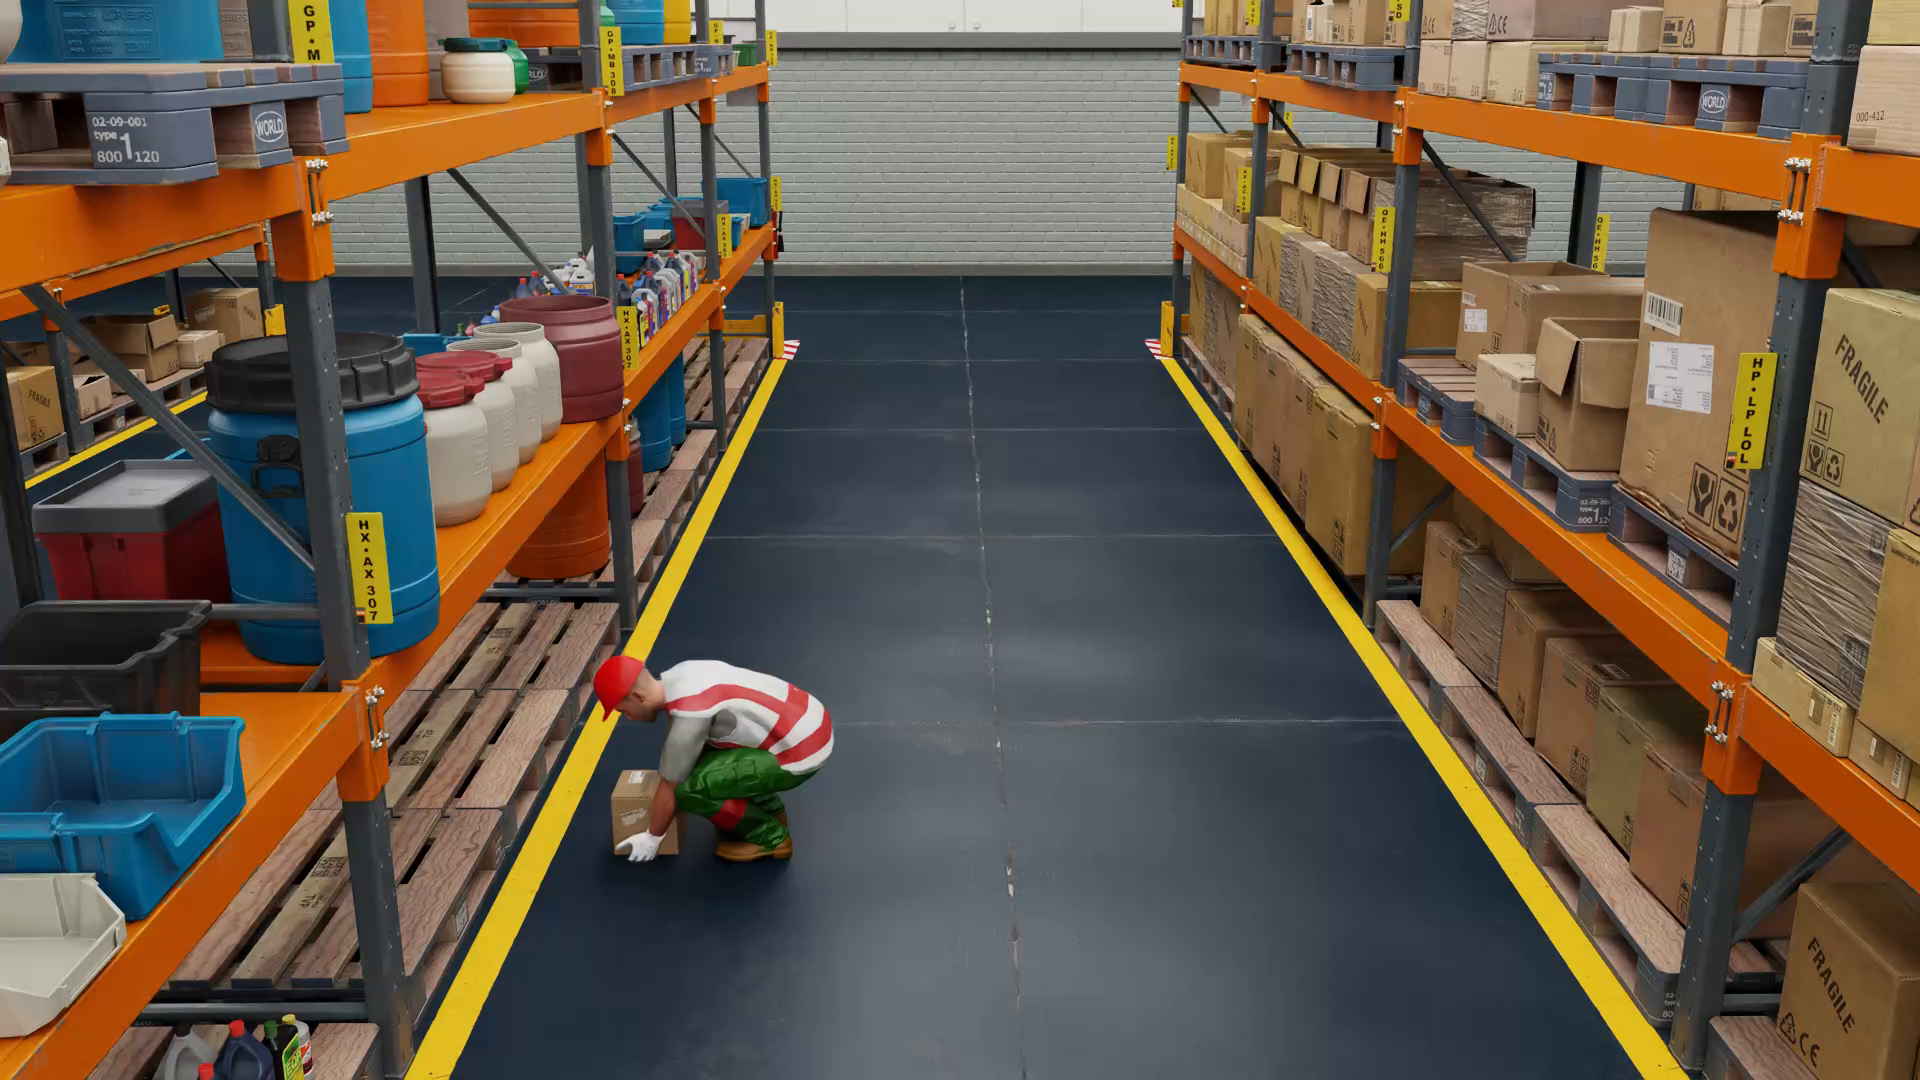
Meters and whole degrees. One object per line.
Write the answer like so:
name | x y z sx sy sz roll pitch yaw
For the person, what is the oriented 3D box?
person | -0.954 0.873 6.521 0.919 0.886 0.537 0 17 -1
